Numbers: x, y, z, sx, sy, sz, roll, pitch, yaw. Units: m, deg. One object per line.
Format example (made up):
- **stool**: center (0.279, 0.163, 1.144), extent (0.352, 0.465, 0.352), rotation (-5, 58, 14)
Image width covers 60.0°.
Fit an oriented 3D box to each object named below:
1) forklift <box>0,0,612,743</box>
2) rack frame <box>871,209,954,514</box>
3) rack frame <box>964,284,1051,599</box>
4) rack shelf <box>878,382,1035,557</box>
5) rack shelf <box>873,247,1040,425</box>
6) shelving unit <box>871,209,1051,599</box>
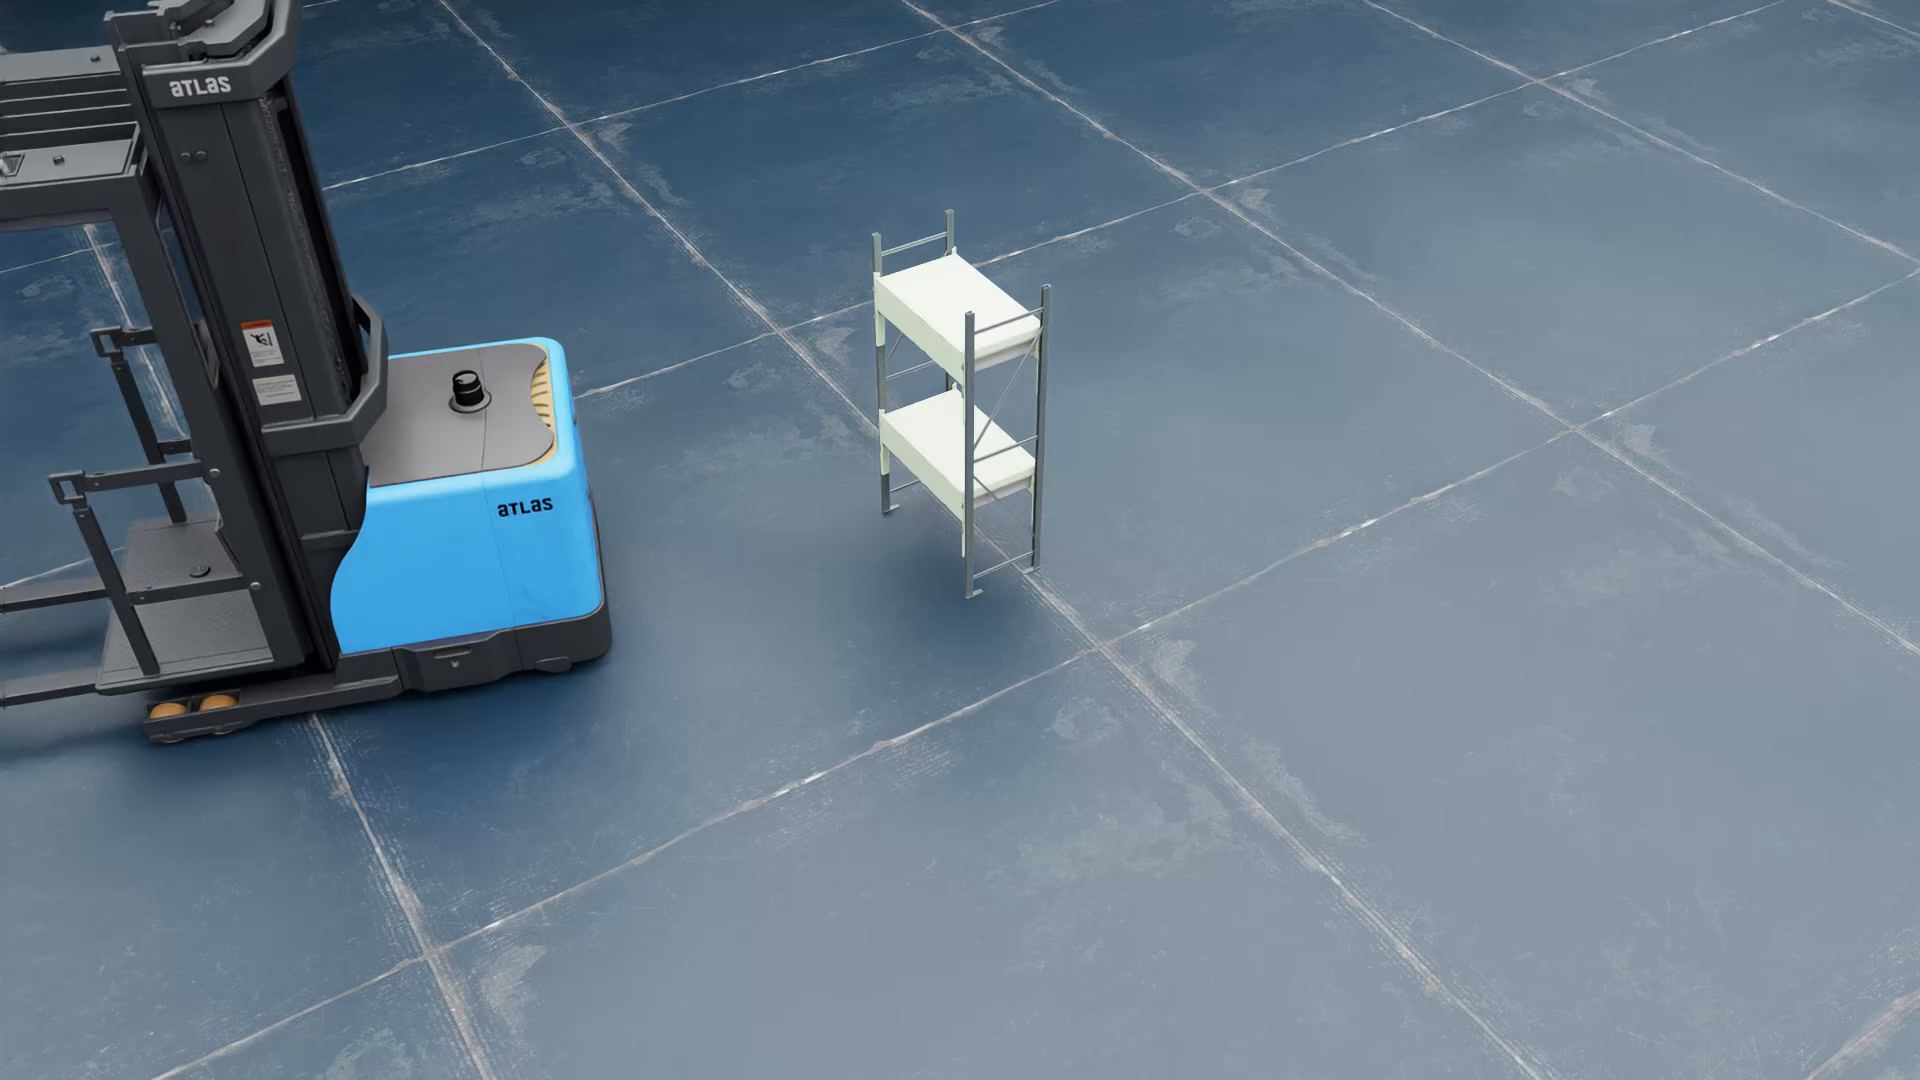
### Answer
- **forklift**: center (-3.074, -0.671, 6.326), extent (3.031, 2.935, 1.130), rotation (-9, 41, -11)
- **rack frame**: center (-0.200, -0.777, 7.572), extent (0.400, 1.500, 0.023), rotation (-22, 45, -24)
- **rack frame**: center (0.193, -0.382, 7.098), extent (0.400, 1.500, 0.023), rotation (-22, 45, -24)
- **rack shelf**: center (-0.004, -0.329, 7.543), extent (0.431, 0.370, 0.720), rotation (-22, 45, -24)
- **rack shelf**: center (-0.004, -0.880, 7.085), extent (0.431, 0.370, 0.720), rotation (-22, 45, -24)
- **shelving unit**: center (-0.004, -0.580, 7.335), extent (0.431, 1.500, 0.755), rotation (-22, 45, -24)
